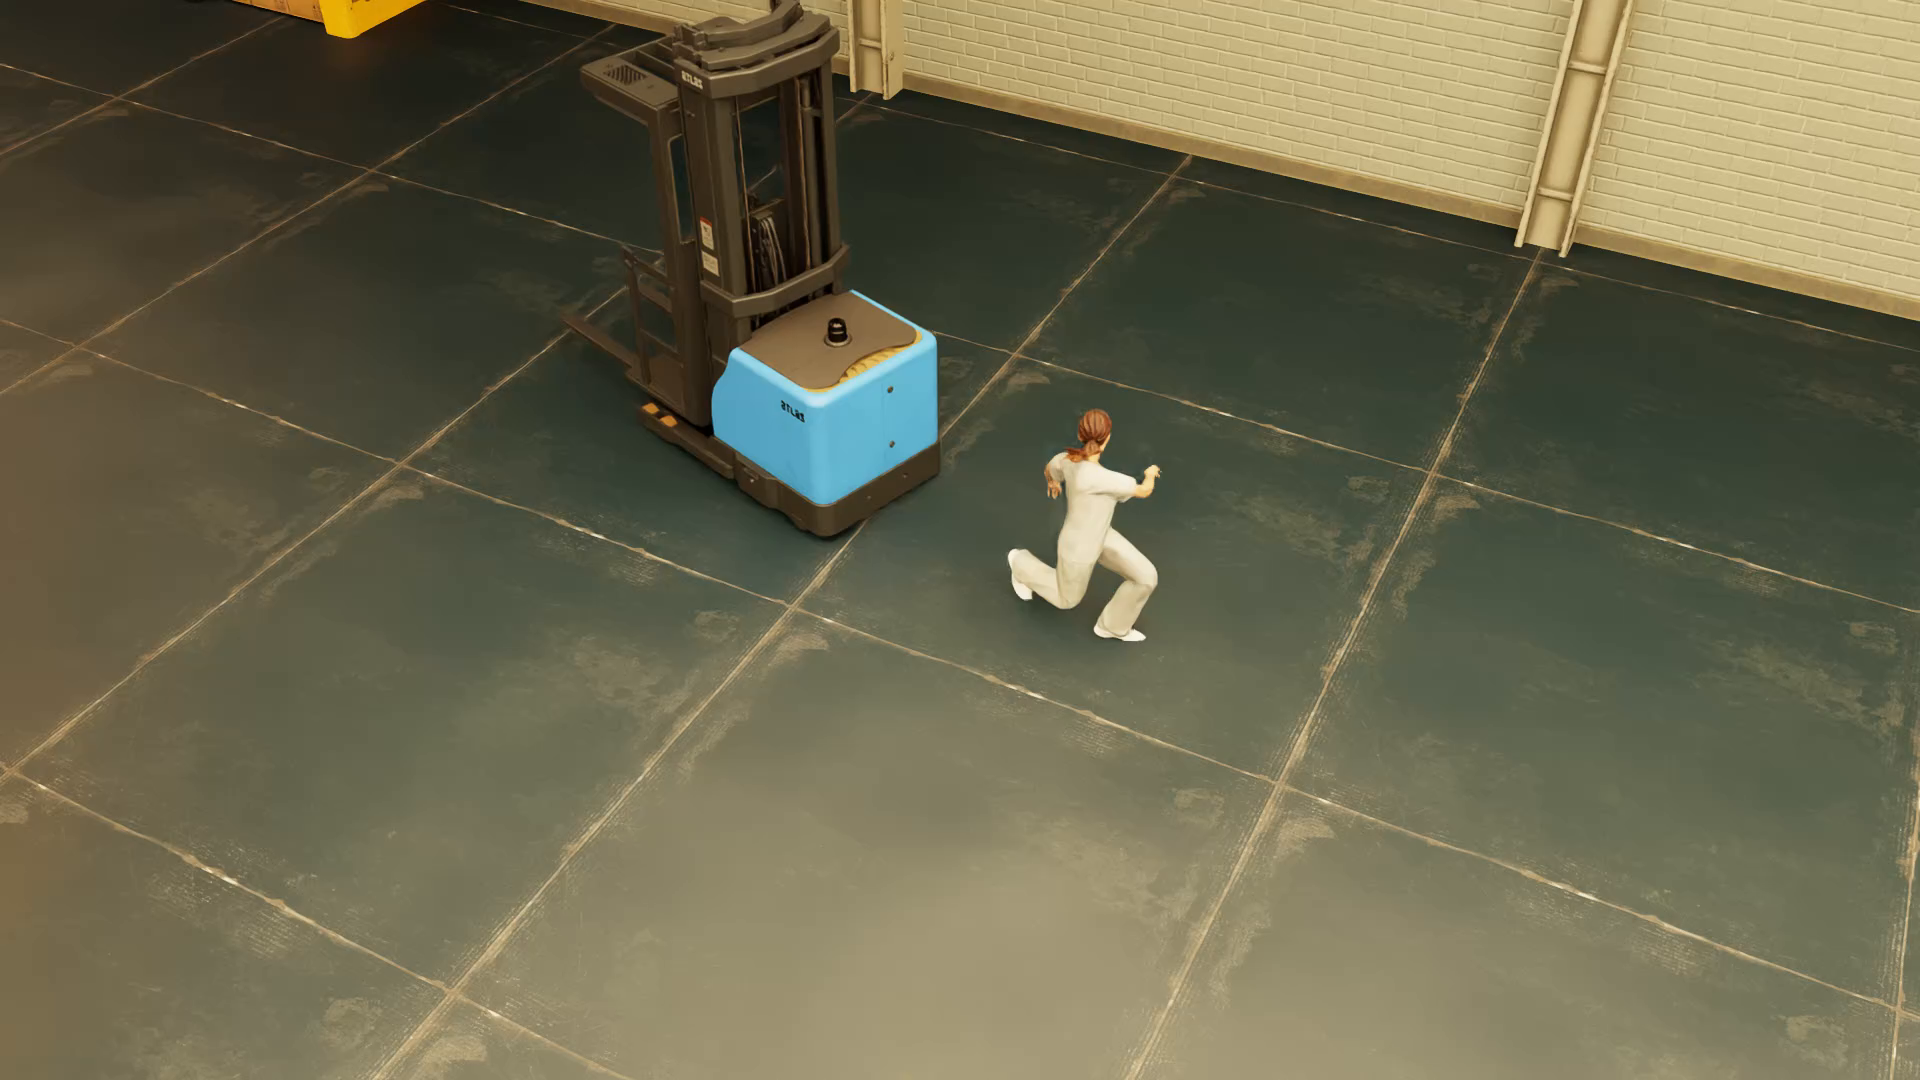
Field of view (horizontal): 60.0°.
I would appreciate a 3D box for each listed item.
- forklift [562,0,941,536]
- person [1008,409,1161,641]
[{"bbox_3d":[-1.519,-1.989,10.348,1.130,2.935,3.031,-33,50,-33],"label":"forklift"},{"bbox_3d":[0.703,-0.119,9.344,0.929,1.443,0.627,14,42,16],"label":"person"}]
